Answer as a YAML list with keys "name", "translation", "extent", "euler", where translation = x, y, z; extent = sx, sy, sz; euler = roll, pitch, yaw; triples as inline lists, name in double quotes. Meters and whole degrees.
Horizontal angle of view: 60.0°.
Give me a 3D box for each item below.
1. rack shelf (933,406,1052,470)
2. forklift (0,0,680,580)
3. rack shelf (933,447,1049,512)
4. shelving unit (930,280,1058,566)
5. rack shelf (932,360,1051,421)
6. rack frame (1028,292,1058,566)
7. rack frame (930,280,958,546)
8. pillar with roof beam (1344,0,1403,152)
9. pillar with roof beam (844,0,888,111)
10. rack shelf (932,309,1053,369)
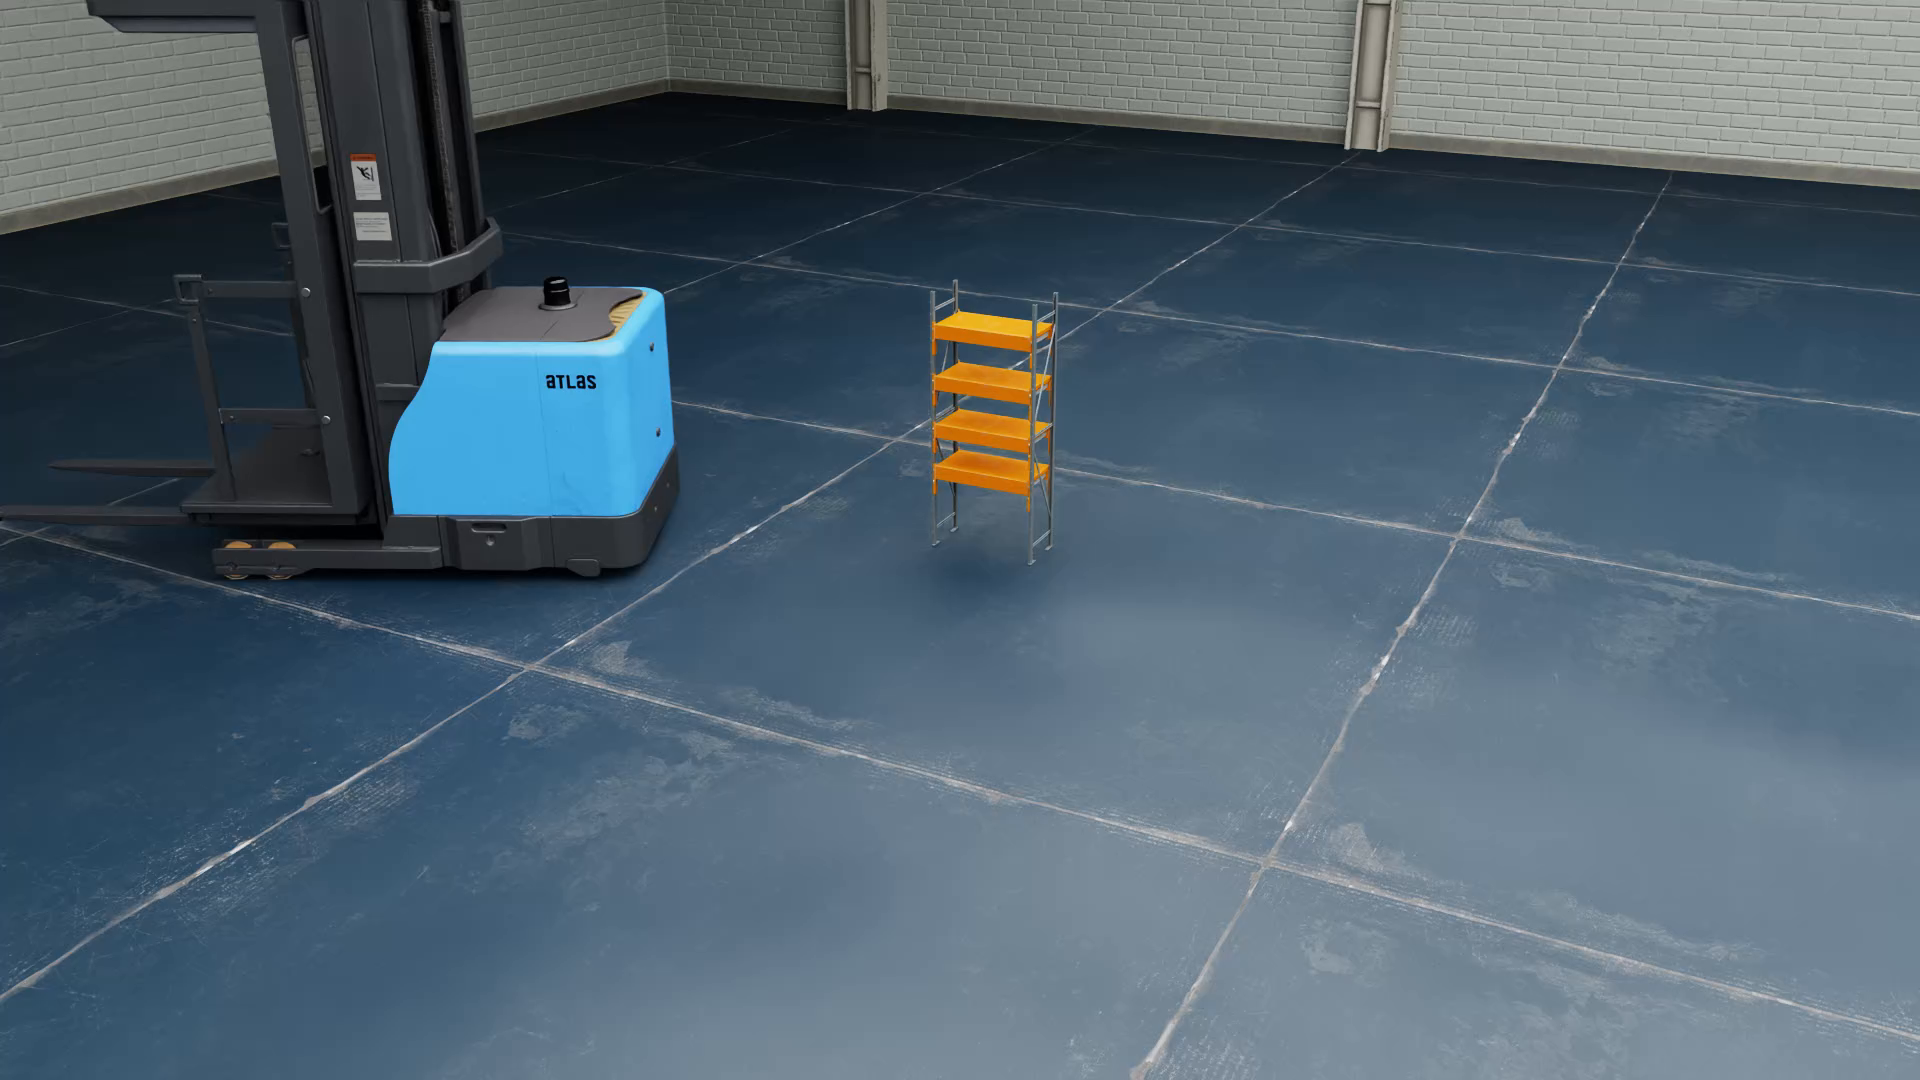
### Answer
- name: "rack shelf"
  translation: [0.148, -0.461, 7.473]
  extent: [0.480, 0.148, 0.258]
  euler: [11, 25, 25]
- name: "forklift"
  translation: [-2.896, -1.377, 7.244]
  extent: [3.031, 2.935, 1.130]
  euler: [1, 23, 1]
- name: "rack shelf"
  translation: [0.148, -0.278, 7.551]
  extent: [0.480, 0.148, 0.258]
  euler: [11, 25, 25]
- name: "shelving unit"
  translation: [0.148, -0.523, 7.446]
  extent: [0.503, 1.200, 0.258]
  euler: [11, 25, 25]
- name: "rack shelf"
  translation: [0.148, -0.667, 7.385]
  extent: [0.480, 0.148, 0.258]
  euler: [11, 25, 25]
- name: "rack frame"
  translation: [0.365, -0.480, 7.345]
  extent: [0.015, 1.200, 0.240]
  euler: [11, 25, 25]
- name: "rack frame"
  translation: [-0.070, -0.566, 7.548]
  extent: [0.015, 1.200, 0.240]
  euler: [11, 25, 25]
- name: "pillar with roof beam"
  translation: [2.308, -6.737, 12.092]
  extent: [0.400, 9.000, 9.100]
  euler: [11, 25, 25]
- name: "pillar with roof beam"
  translation: [-3.047, -7.796, 14.583]
  extent: [0.400, 9.000, 9.100]
  euler: [11, 25, 25]
- name: "rack shelf"
  translation: [0.148, -0.885, 7.293]
  extent: [0.480, 0.148, 0.258]
  euler: [11, 25, 25]
